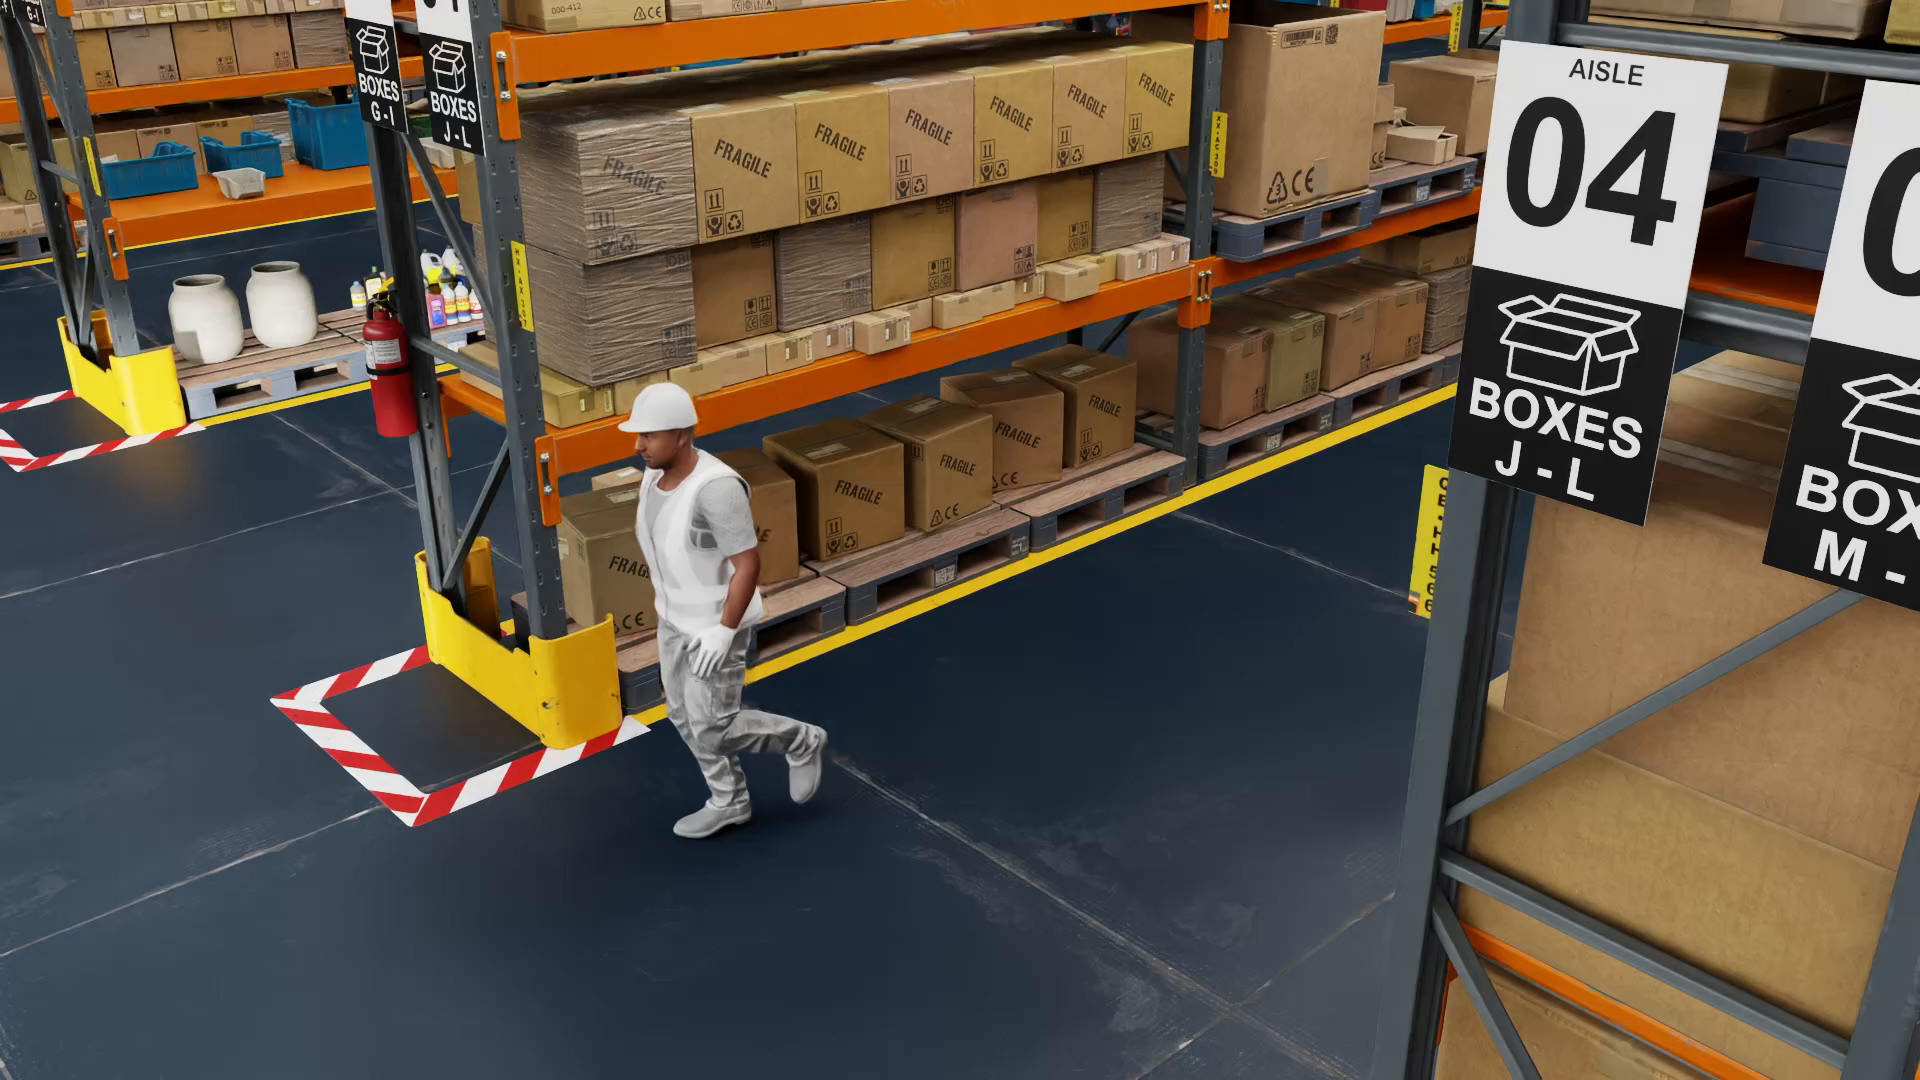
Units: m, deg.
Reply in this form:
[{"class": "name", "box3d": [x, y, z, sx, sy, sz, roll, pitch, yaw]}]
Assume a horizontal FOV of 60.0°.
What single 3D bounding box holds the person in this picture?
[{"class": "person", "box3d": [-0.847, 0.251, 6.002, 0.649, 1.755, 0.606, -18, 30, -34]}]
